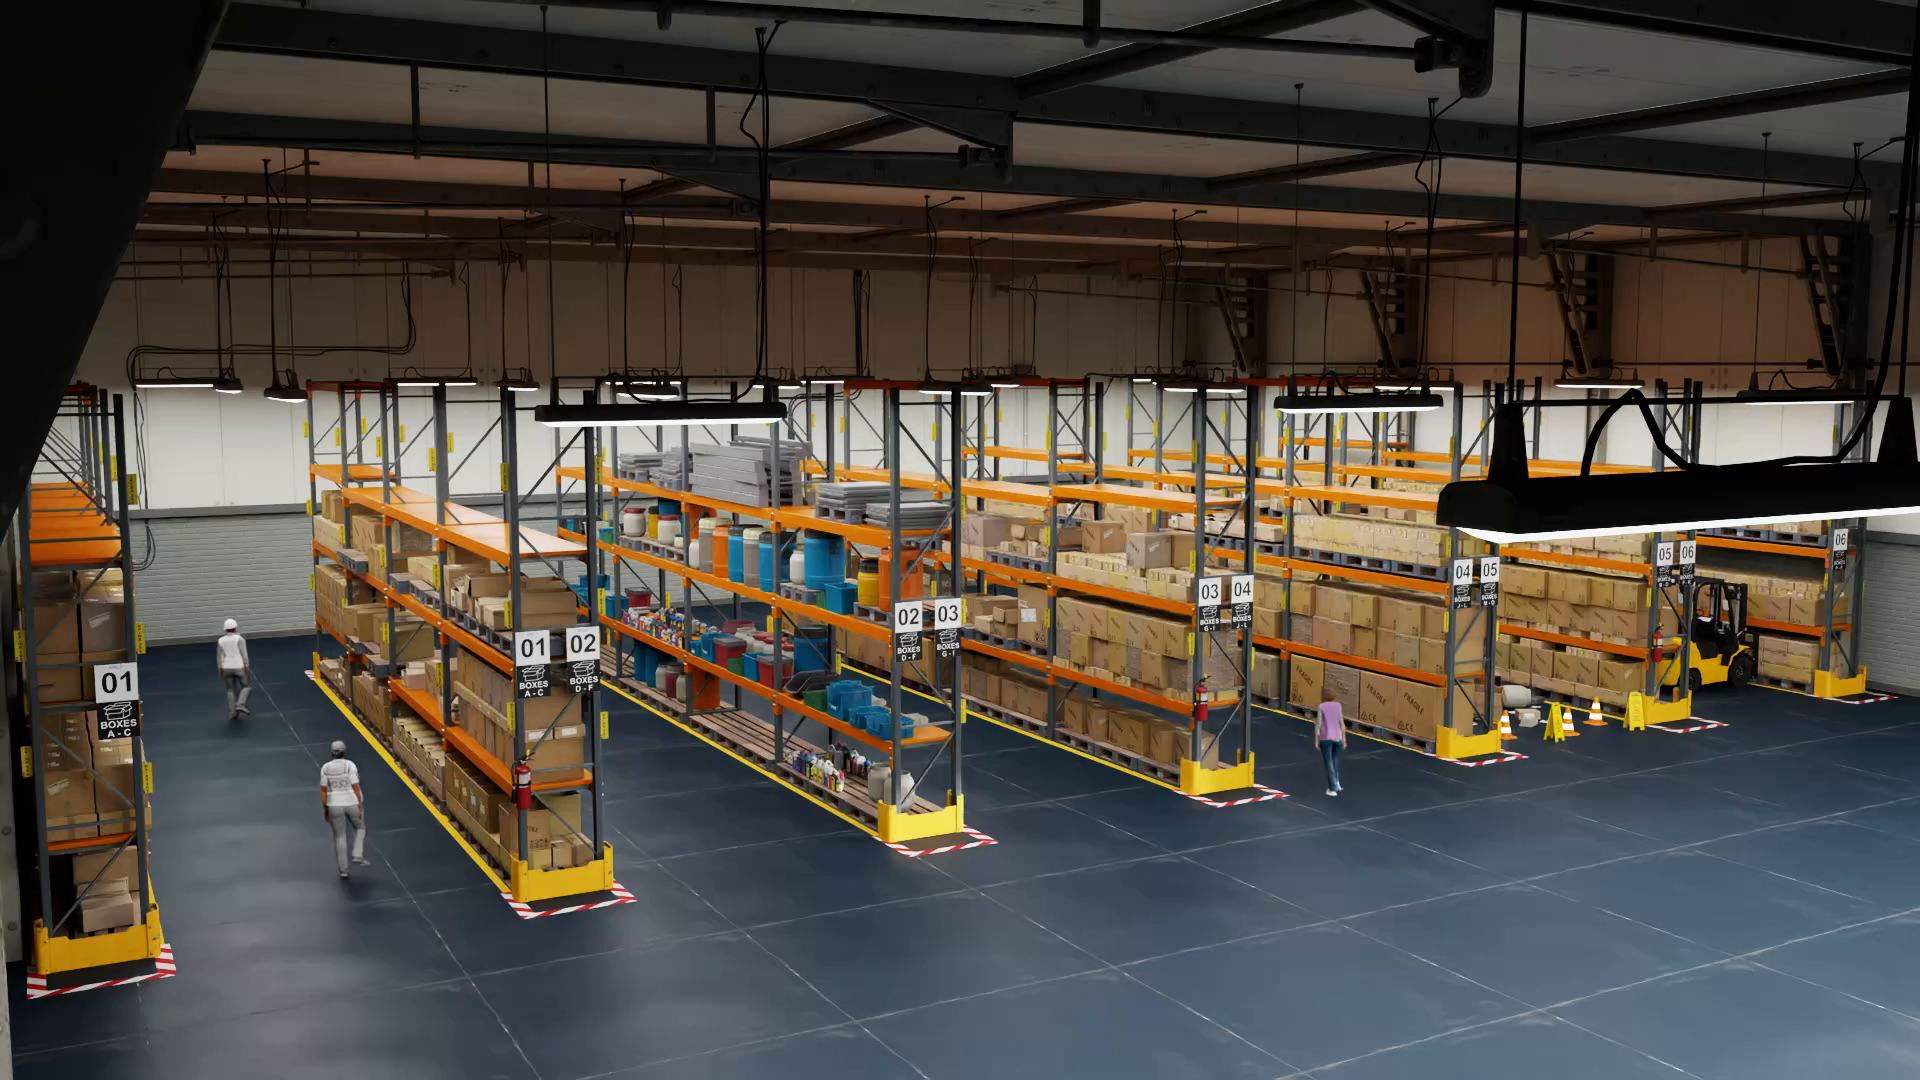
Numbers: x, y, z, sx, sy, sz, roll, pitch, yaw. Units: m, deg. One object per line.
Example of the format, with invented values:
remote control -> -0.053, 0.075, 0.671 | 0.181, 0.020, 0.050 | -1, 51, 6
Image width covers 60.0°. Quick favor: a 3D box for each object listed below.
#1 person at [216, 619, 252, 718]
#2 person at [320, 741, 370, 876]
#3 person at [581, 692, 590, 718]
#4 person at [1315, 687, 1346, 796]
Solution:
person -> -12.979, 2.297, 29.680 | 0.568, 1.772, 0.498 | 0, 6, -3
person -> -7.628, 3.315, 20.613 | 0.546, 1.652, 0.506 | -2, 6, -20
person -> -6.734, 2.372, 29.648 | 0.631, 1.641, 0.580 | -2, 7, -22
person -> 5.428, 2.939, 24.381 | 0.451, 1.581, 0.493 | -1, 6, -7
